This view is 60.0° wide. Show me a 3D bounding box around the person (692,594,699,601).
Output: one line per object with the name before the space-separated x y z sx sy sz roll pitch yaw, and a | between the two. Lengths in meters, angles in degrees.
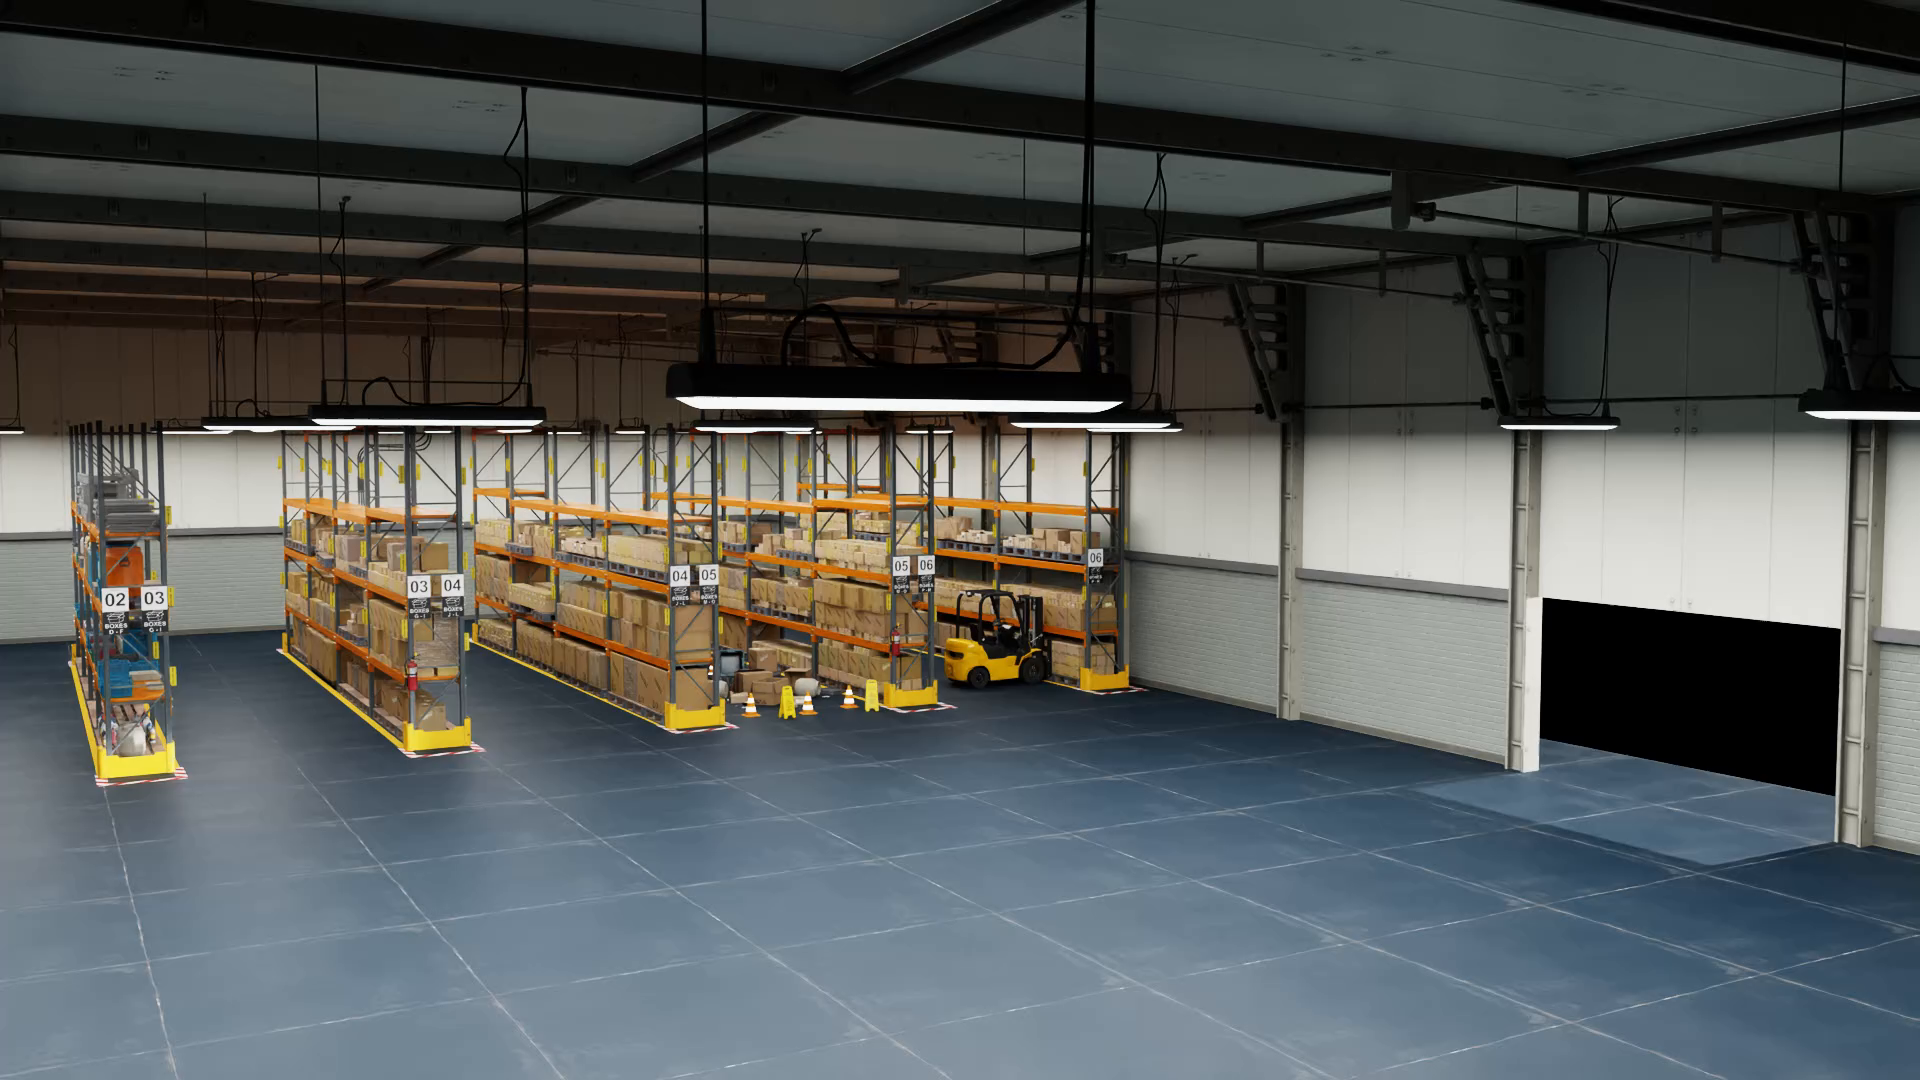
person | -6.755 2.234 42.437 0.570 1.718 0.464 -3 5 -38
